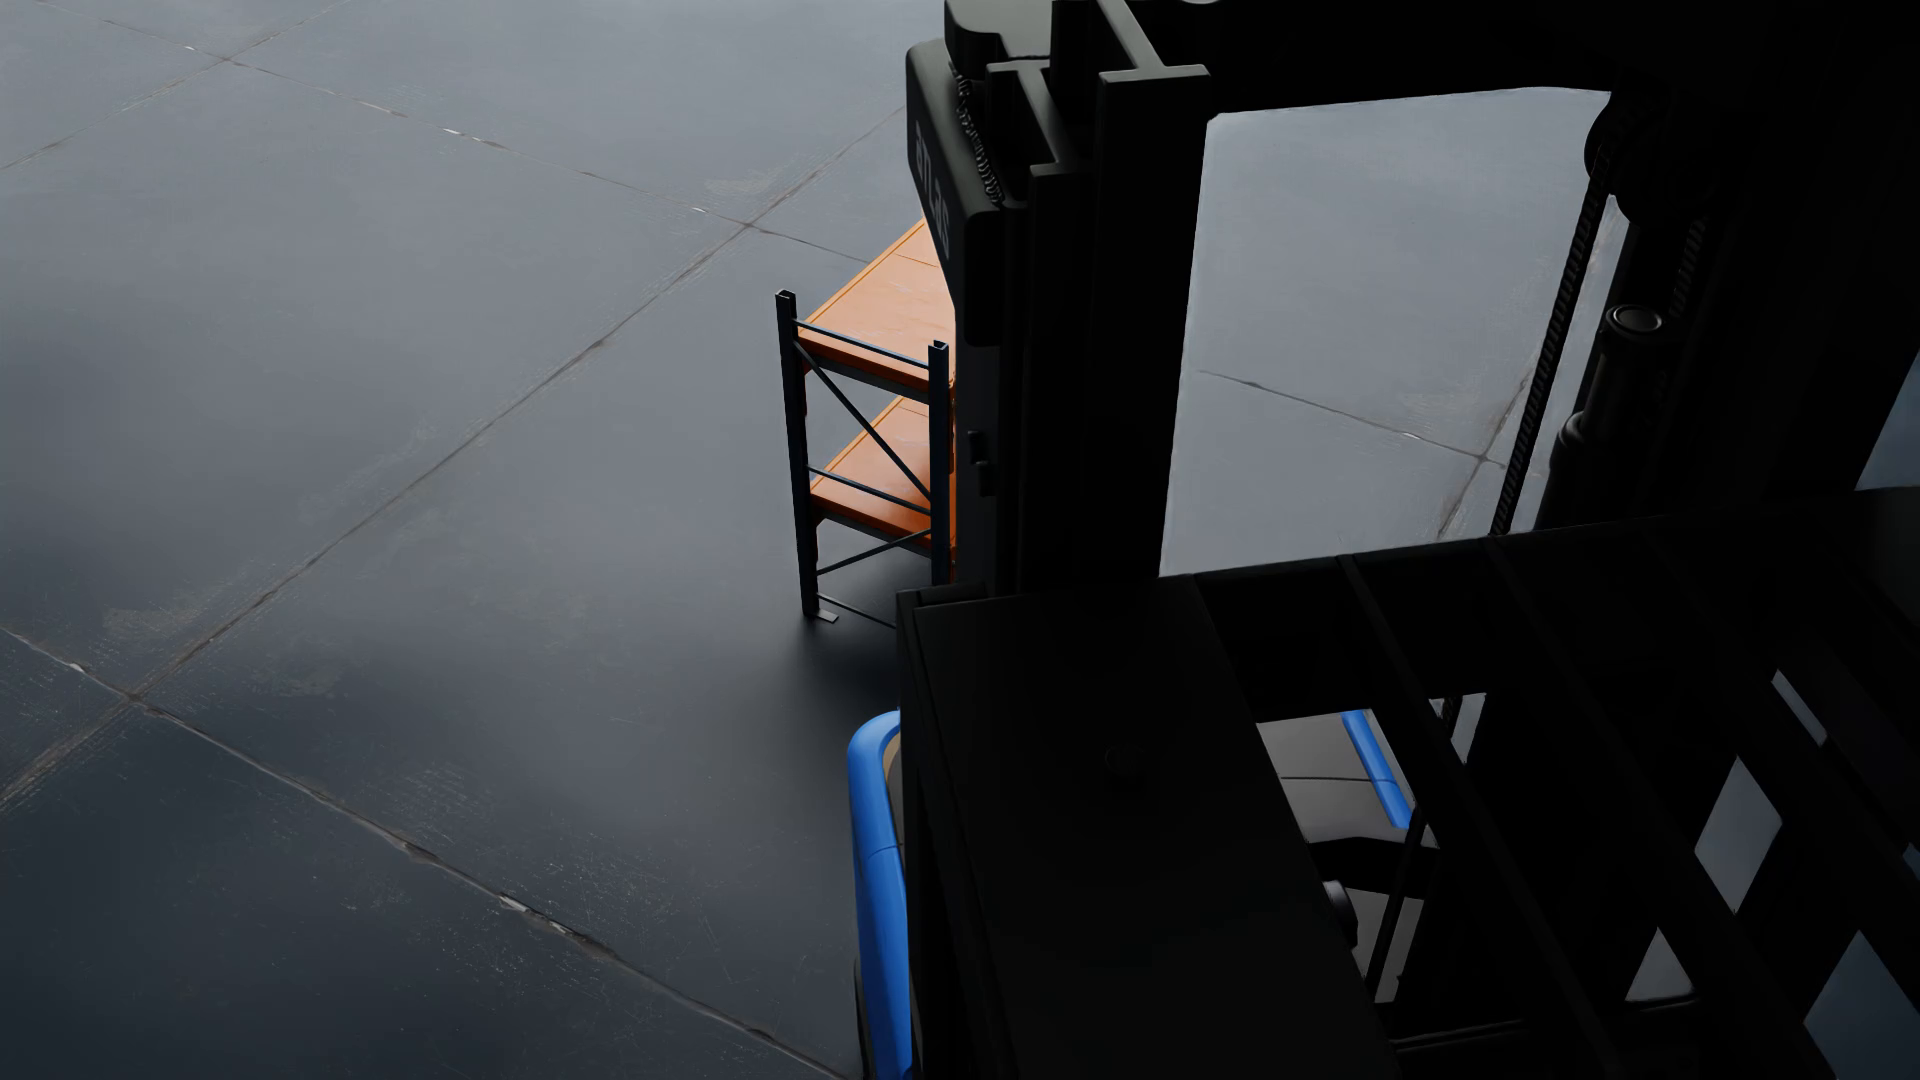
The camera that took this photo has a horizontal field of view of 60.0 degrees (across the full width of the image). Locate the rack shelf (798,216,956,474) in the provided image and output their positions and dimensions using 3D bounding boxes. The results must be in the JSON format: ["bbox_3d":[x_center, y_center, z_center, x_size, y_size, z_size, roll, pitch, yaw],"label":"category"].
[{"bbox_3d":[0.003,-0.646,4.689,0.538,0.278,1.000,21,45,22],"label":"rack shelf"}]

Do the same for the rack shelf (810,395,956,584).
[{"bbox_3d":[0.003,-0.243,5.044,0.538,0.278,1.000,21,45,22],"label":"rack shelf"}]

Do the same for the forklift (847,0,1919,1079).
[{"bbox_3d":[0.531,0.950,1.953,1.130,2.935,3.031,-7,42,-8],"label":"forklift"}]

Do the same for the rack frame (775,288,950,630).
[{"bbox_3d":[-0.251,-0.135,4.552,0.500,1.125,0.032,21,45,22],"label":"rack frame"}]

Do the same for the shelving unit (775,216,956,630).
[{"bbox_3d":[0.003,-0.426,4.883,0.538,1.125,1.048,21,45,22],"label":"shelving unit"}]
